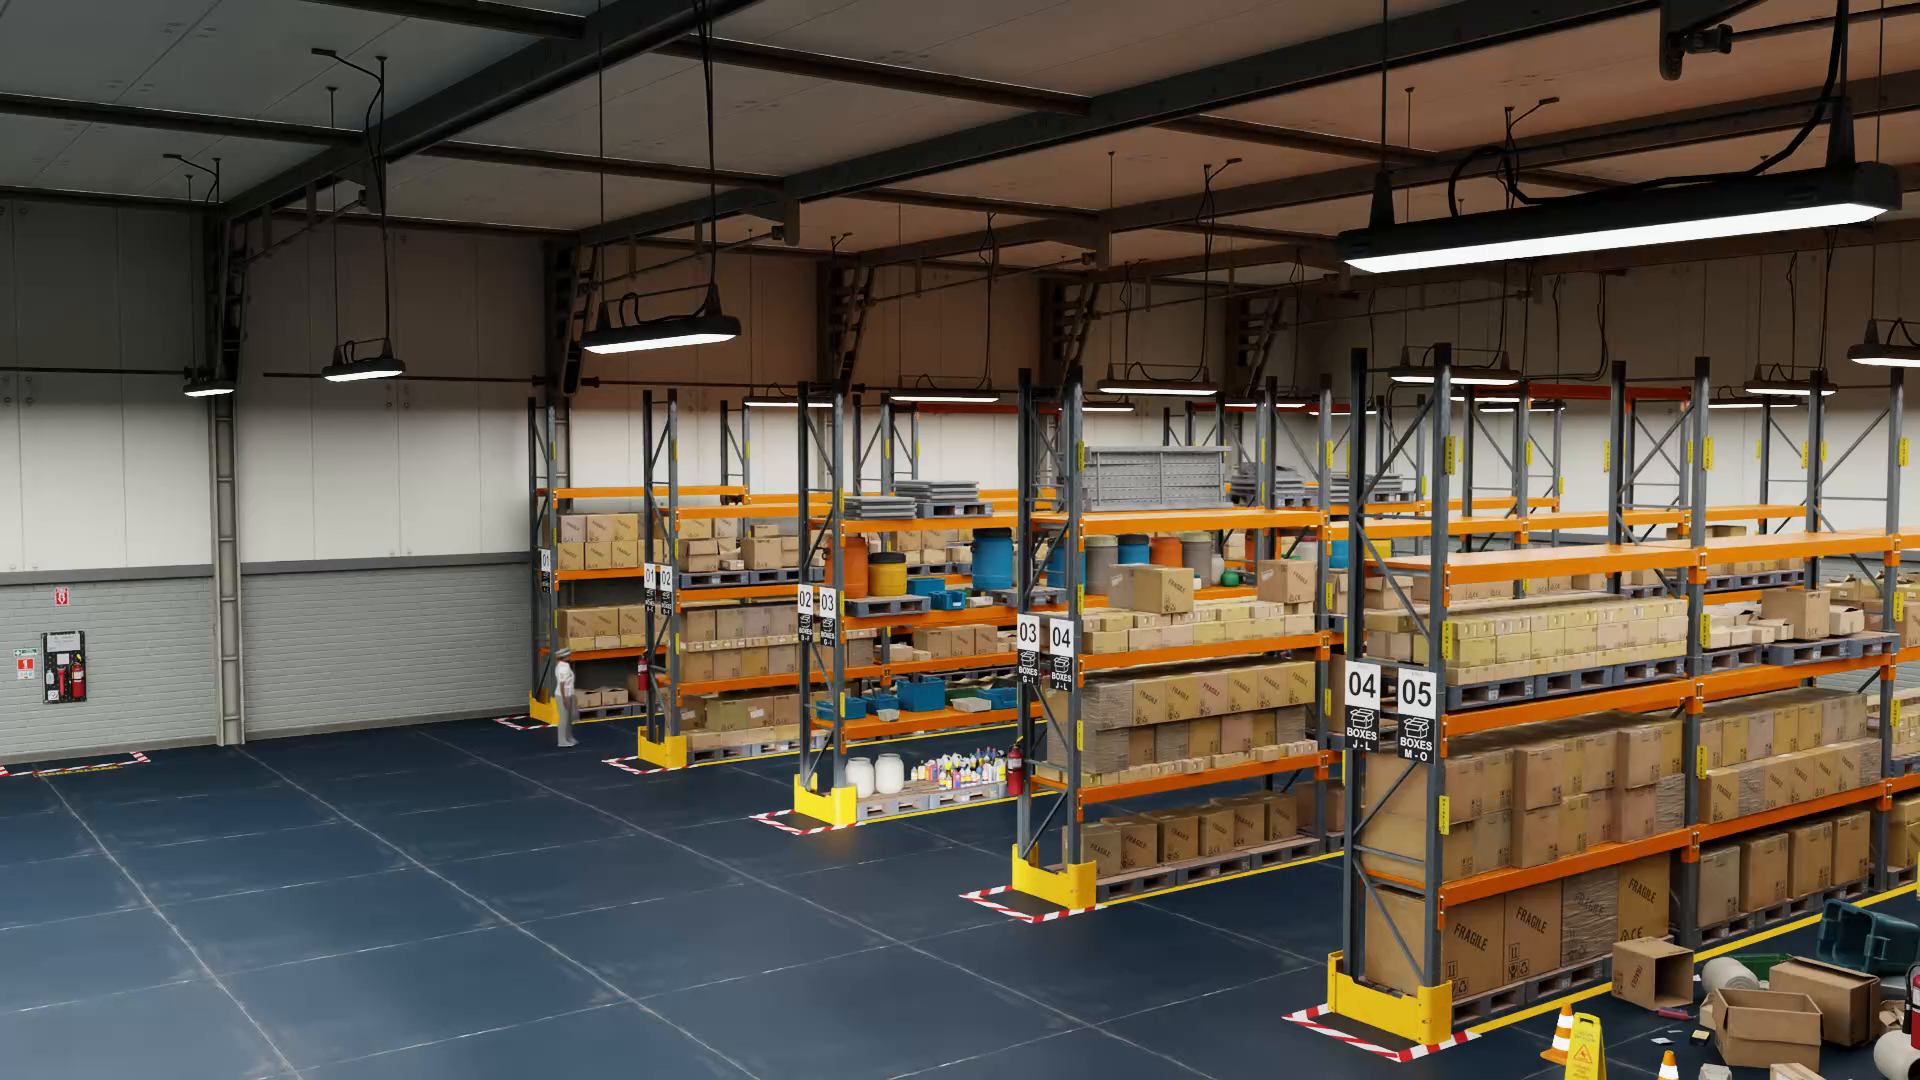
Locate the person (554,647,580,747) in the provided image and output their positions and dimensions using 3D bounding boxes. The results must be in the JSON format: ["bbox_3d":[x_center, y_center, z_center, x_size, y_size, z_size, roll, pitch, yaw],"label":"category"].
[{"bbox_3d":[-6.705,2.670,28.287,0.350,1.719,0.572,0,3,0],"label":"person"}]
